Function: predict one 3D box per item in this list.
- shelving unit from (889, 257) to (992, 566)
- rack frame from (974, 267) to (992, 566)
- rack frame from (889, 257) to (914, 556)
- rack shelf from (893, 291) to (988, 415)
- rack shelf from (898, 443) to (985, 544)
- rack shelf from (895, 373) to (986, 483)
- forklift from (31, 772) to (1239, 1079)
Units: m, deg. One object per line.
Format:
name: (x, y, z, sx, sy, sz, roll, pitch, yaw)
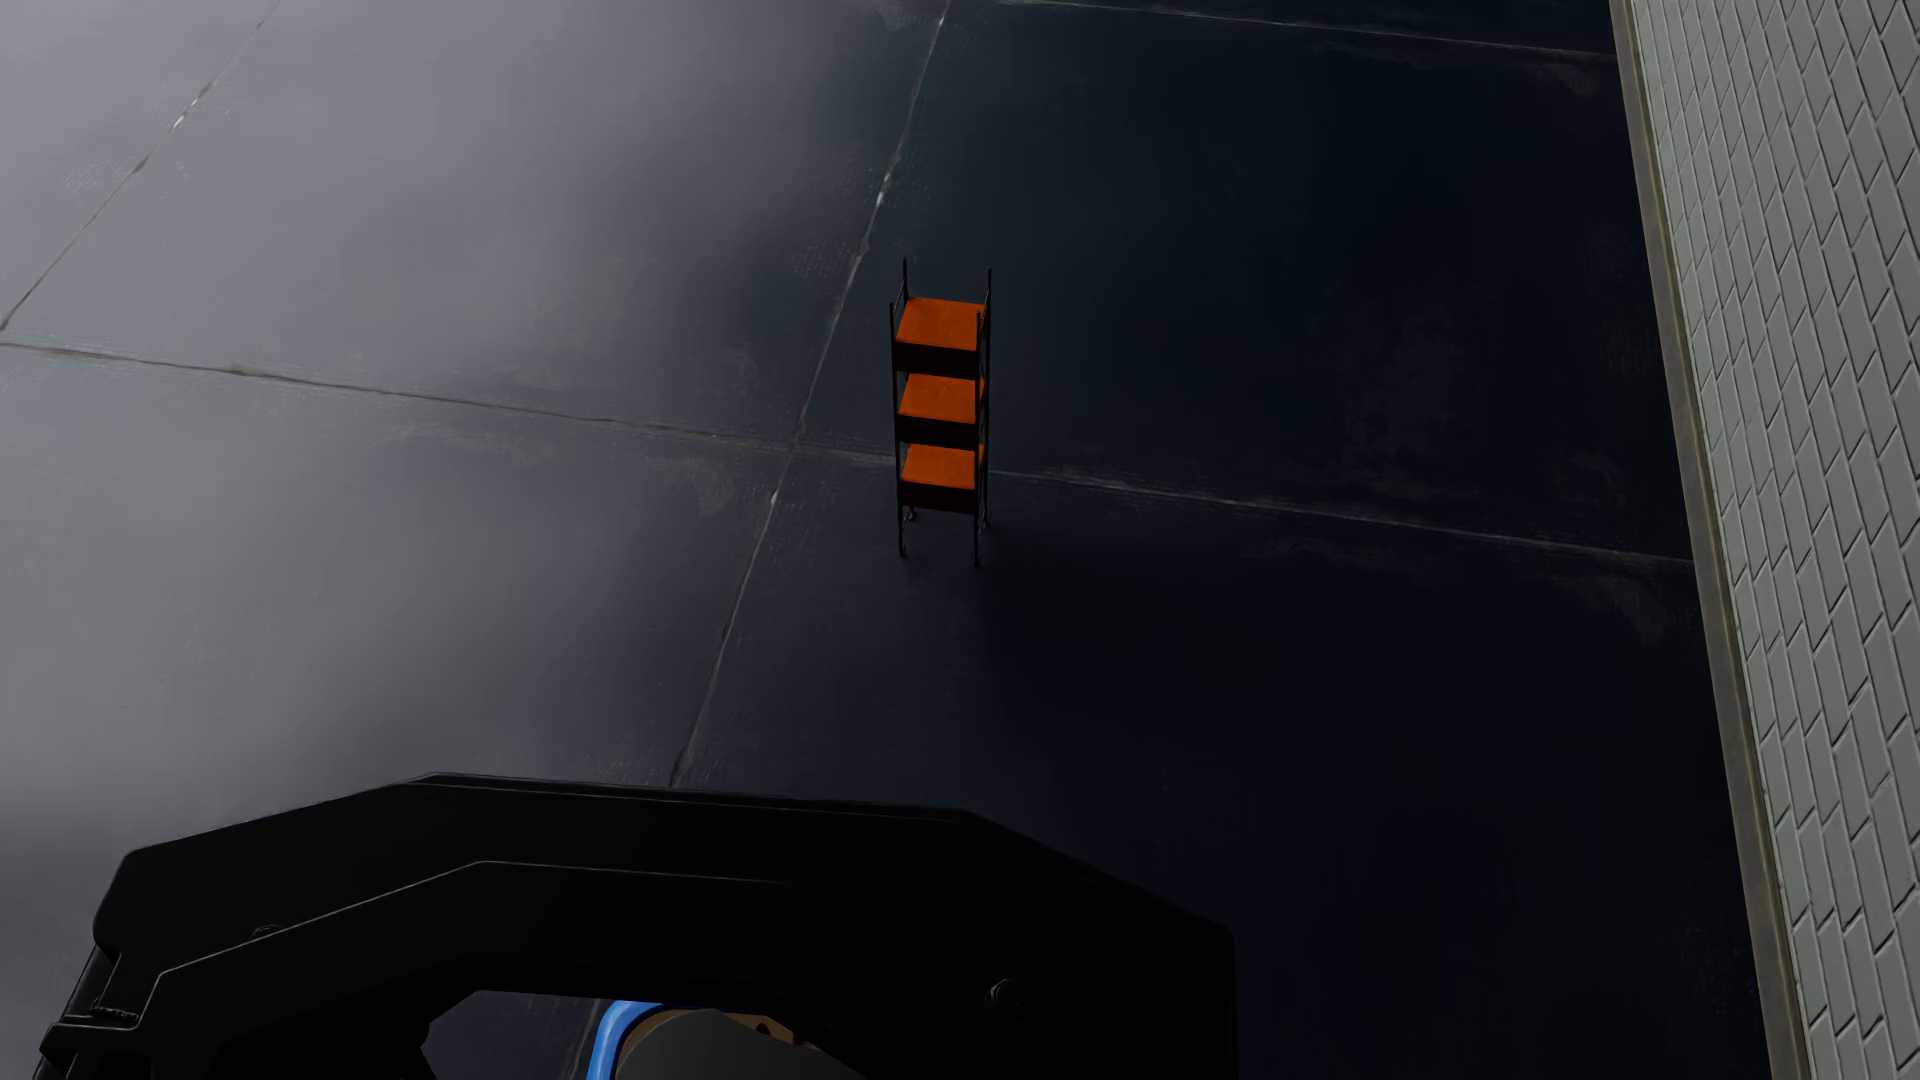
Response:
shelving unit: (-0.053, -0.358, 5.004, 0.252, 1.050, 0.215, 8, 49, 7)
rack frame: (0.067, -0.342, 4.989, 0.008, 1.050, 0.200, 8, 49, 7)
rack frame: (-0.173, -0.374, 5.018, 0.008, 1.050, 0.200, 8, 49, 7)
rack shelf: (-0.053, -0.541, 4.800, 0.240, 0.259, 0.215, 8, 49, 7)
rack shelf: (-0.053, -0.165, 5.218, 0.240, 0.259, 0.215, 8, 49, 7)
rack shelf: (-0.053, -0.351, 5.012, 0.240, 0.259, 0.215, 8, 49, 7)
forklift: (-0.295, 1.712, 1.879, 1.130, 2.935, 3.031, 3, 48, 3)
